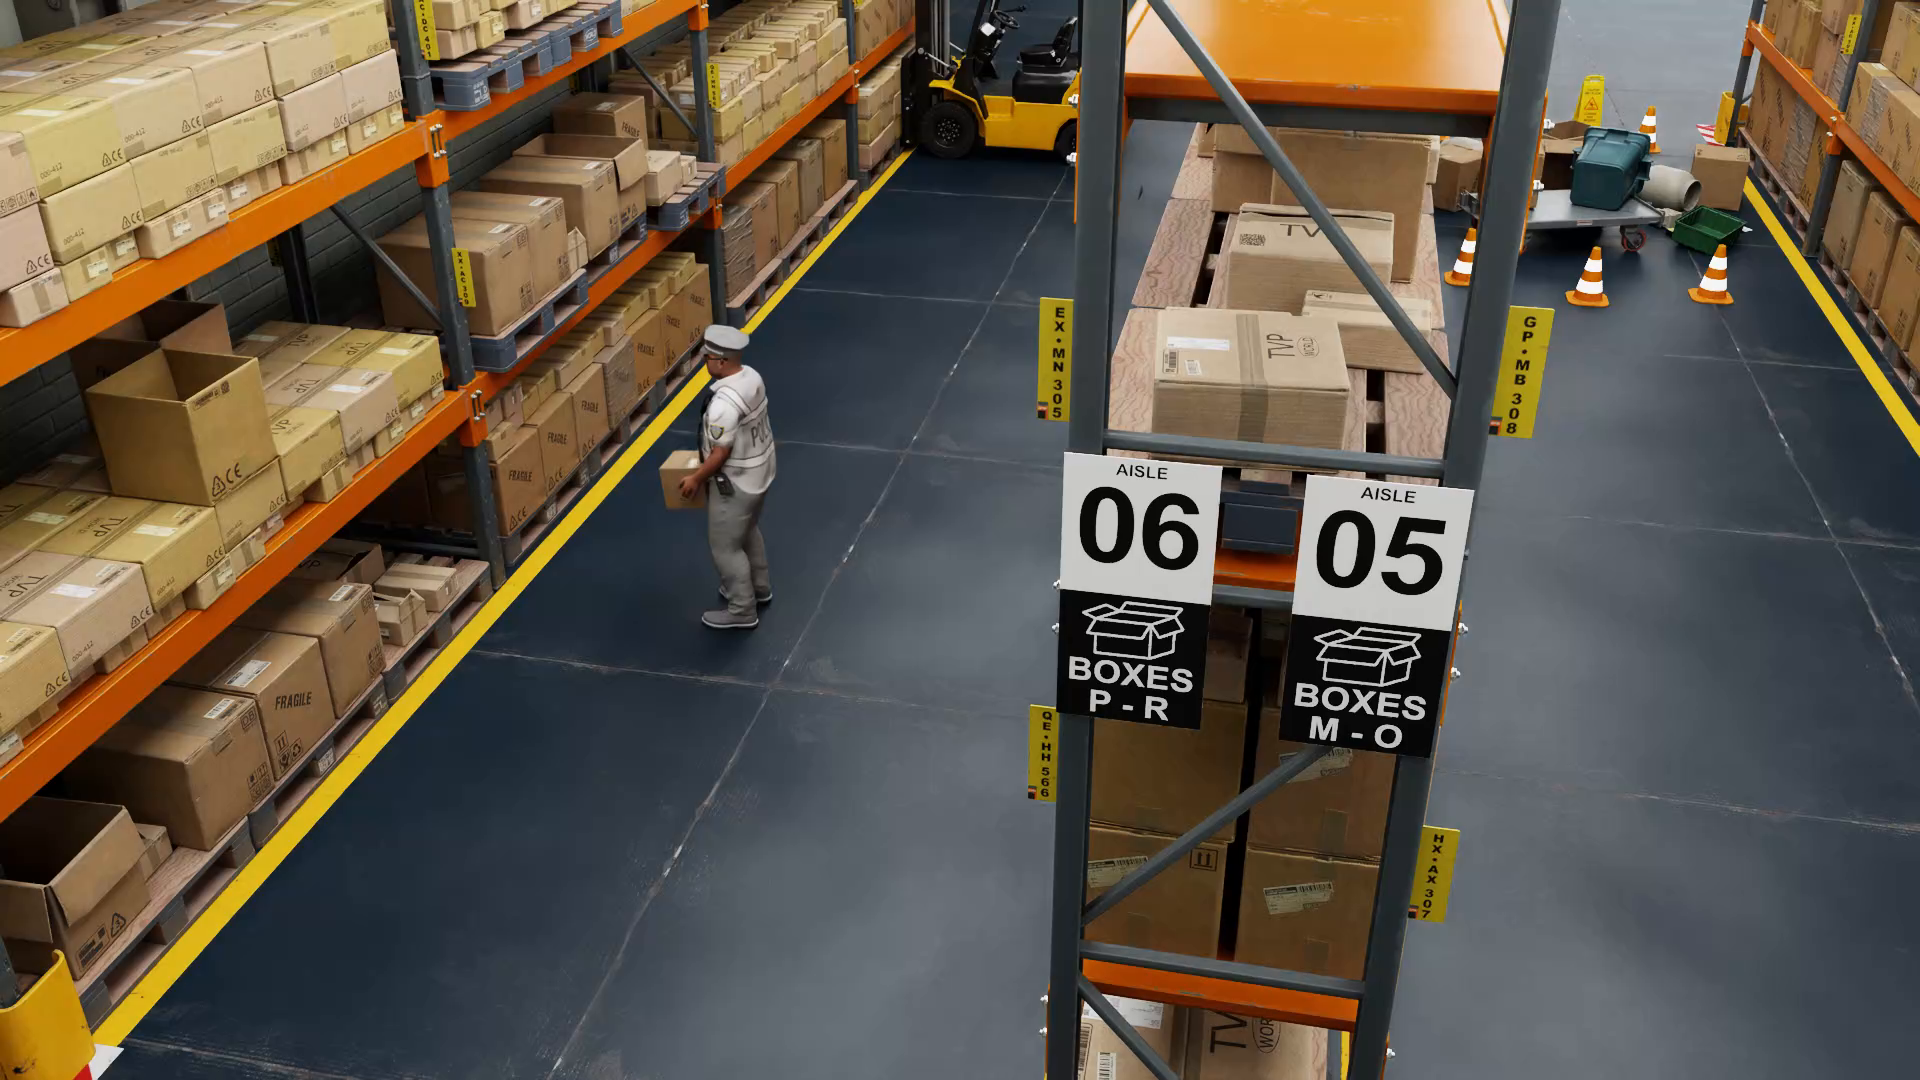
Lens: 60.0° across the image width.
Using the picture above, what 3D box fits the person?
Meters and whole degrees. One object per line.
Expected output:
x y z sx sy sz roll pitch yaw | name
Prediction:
-1.283 -0.353 9.237 0.491 1.770 0.533 5 29 10 | person
